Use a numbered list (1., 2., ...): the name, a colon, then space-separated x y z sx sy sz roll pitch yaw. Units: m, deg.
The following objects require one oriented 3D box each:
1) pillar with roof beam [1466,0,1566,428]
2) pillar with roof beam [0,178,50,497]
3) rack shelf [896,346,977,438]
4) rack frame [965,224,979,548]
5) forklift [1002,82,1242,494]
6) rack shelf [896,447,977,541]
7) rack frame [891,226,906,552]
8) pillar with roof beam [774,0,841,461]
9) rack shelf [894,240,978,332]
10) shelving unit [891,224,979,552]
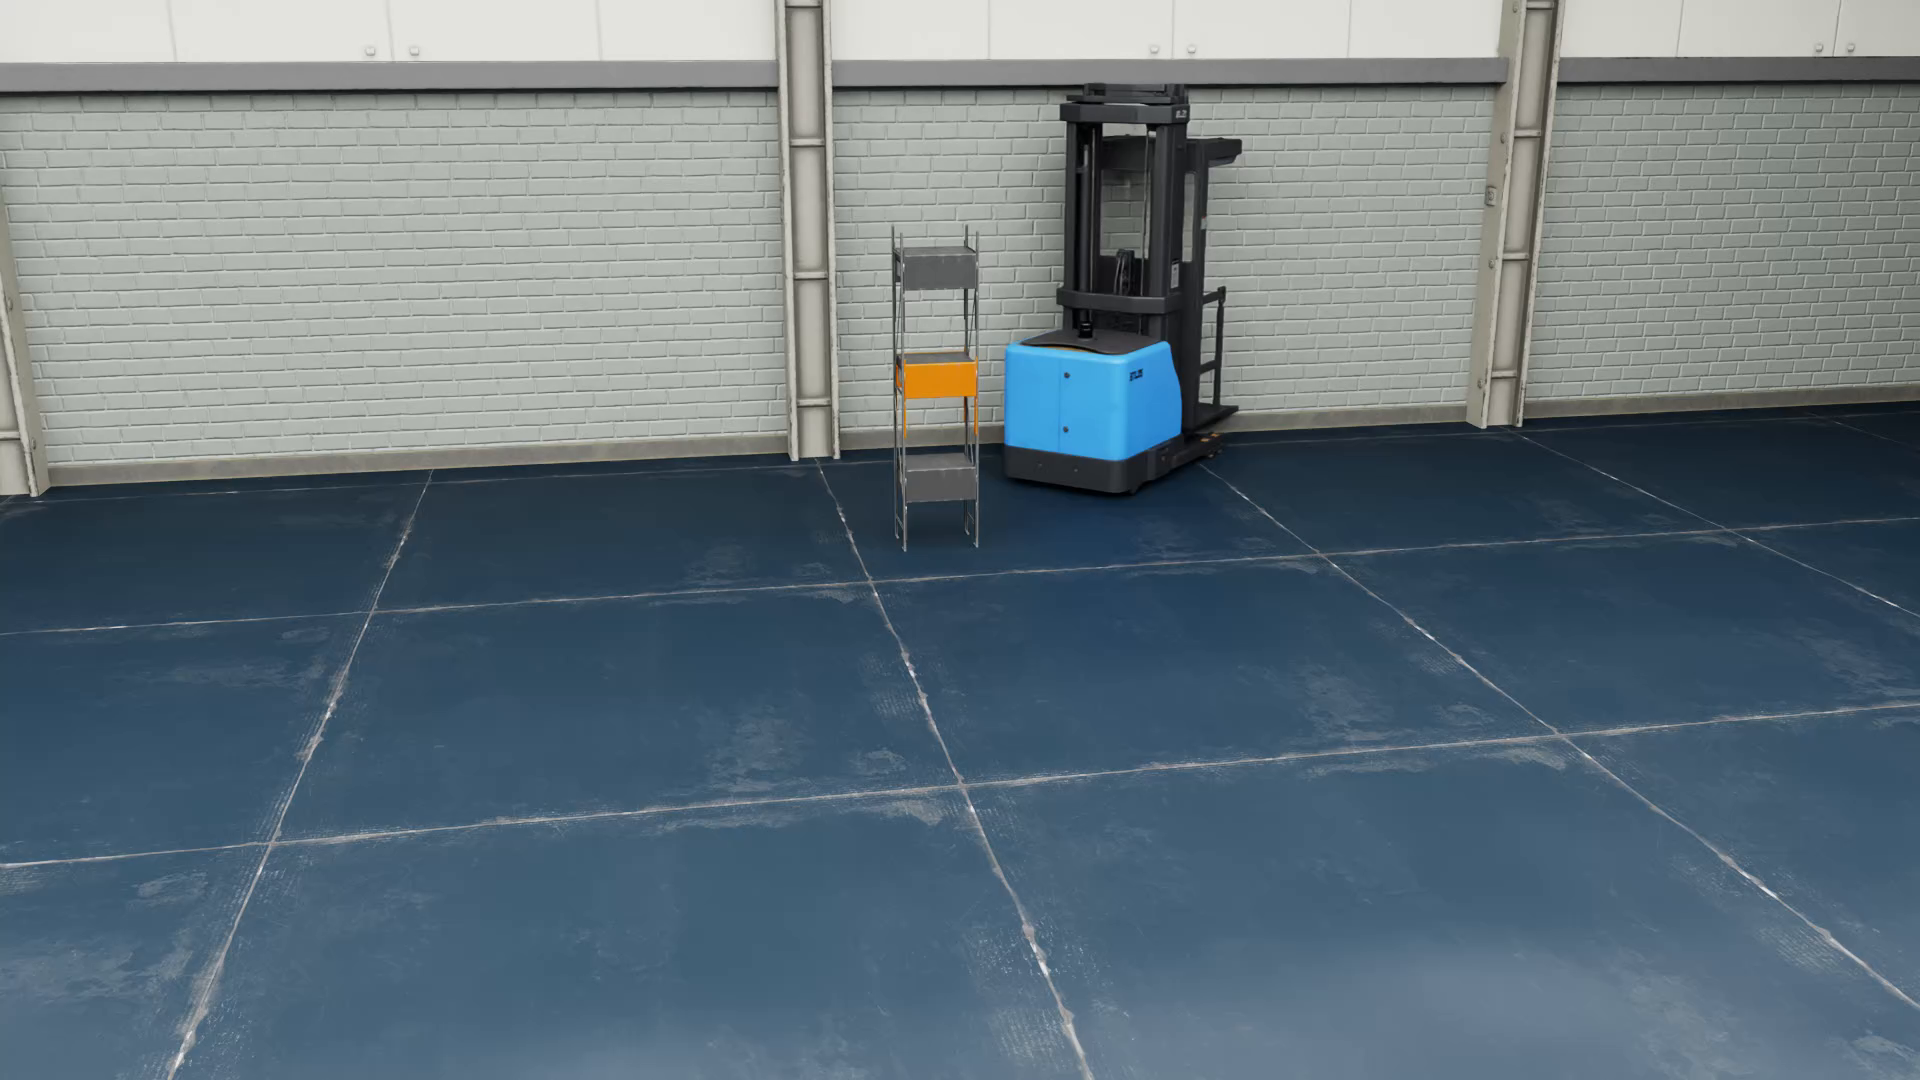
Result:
1. pillar with roof beam: 5.516 -4.089 9.297 0.400 9.000 9.100 -3 17 -10
2. pillar with roof beam: -6.266 -3.420 7.121 0.400 9.000 9.100 -3 17 -10
3. rack shelf: -0.163 -0.981 10.978 0.480 0.518 0.431 -3 17 -10
4. rack frame: 0.077 -1.008 11.018 0.015 2.100 0.400 -3 17 -10
5. forklift: 1.524 -2.124 13.237 1.130 2.935 3.031 10 20 30
6. rack shelf: -0.163 -0.312 11.183 0.480 0.518 0.431 -3 17 -10
7. rack frame: -0.402 -0.981 10.929 0.015 2.100 0.400 -3 17 -10
8. pillar with roof beam: -0.375 -3.754 8.209 0.400 9.000 9.100 -3 17 -10
9. rack shelf: -0.163 -1.651 10.772 0.480 0.518 0.431 -3 17 -10
10. shelving unit: -0.163 -0.995 10.974 0.503 2.100 0.431 -3 17 -10
